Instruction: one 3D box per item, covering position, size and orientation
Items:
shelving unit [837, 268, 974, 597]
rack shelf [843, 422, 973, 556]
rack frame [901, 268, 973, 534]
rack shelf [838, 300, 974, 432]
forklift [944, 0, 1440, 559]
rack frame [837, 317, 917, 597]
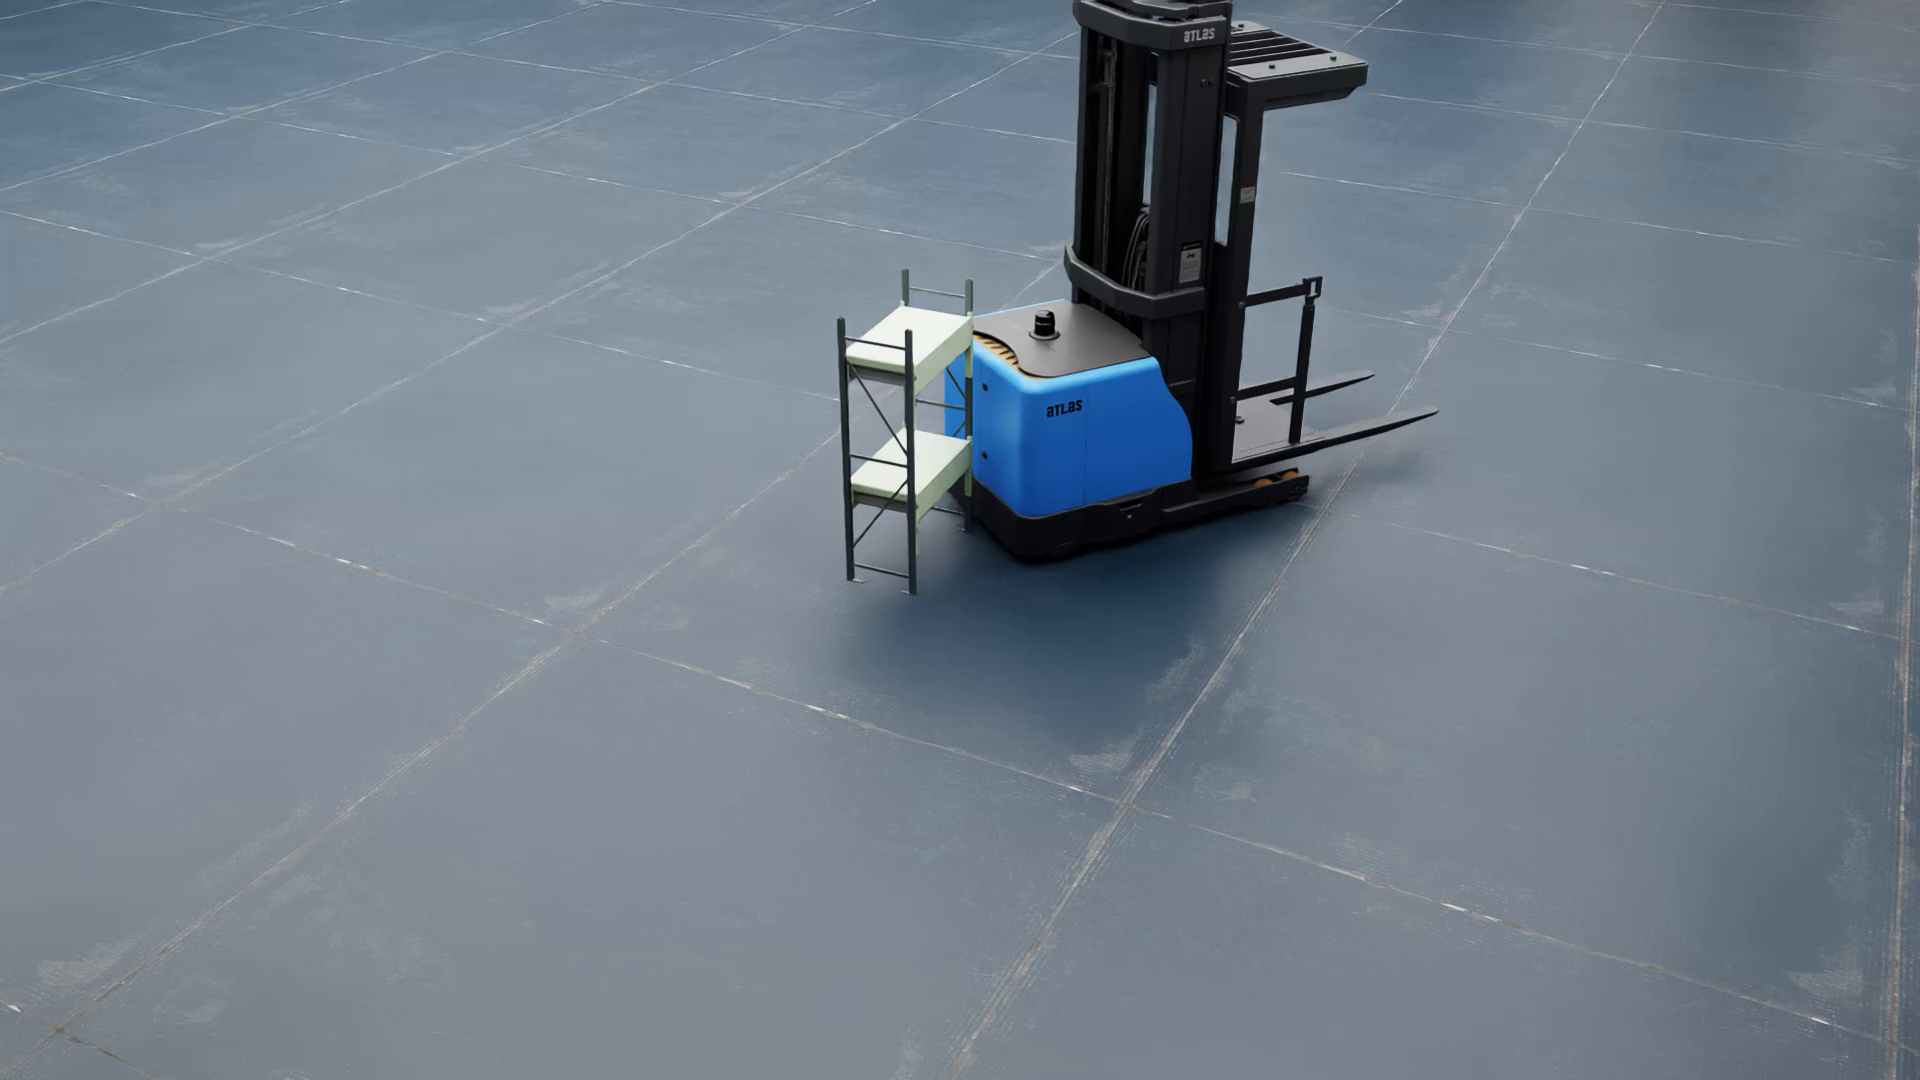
[{"bbox_3d":[-0.267,-0.565,8.728,0.431,1.500,0.755,12,32,21],"label":"shelving unit"},{"bbox_3d":[-0.267,-0.282,8.890,0.431,0.370,0.720,12,32,21],"label":"rack shelf"},{"bbox_3d":[-0.120,-0.732,9.018,0.400,1.500,0.023,12,32,21],"label":"rack frame"},{"bbox_3d":[-0.267,-0.904,8.534,0.431,0.370,0.720,12,32,21],"label":"rack shelf"},{"bbox_3d":[1.445,-1.674,9.221,3.031,2.935,1.130,-14,33,-24],"label":"forklift"},{"bbox_3d":[-0.415,-0.398,8.438,0.400,1.500,0.023,12,32,21],"label":"rack frame"}]
